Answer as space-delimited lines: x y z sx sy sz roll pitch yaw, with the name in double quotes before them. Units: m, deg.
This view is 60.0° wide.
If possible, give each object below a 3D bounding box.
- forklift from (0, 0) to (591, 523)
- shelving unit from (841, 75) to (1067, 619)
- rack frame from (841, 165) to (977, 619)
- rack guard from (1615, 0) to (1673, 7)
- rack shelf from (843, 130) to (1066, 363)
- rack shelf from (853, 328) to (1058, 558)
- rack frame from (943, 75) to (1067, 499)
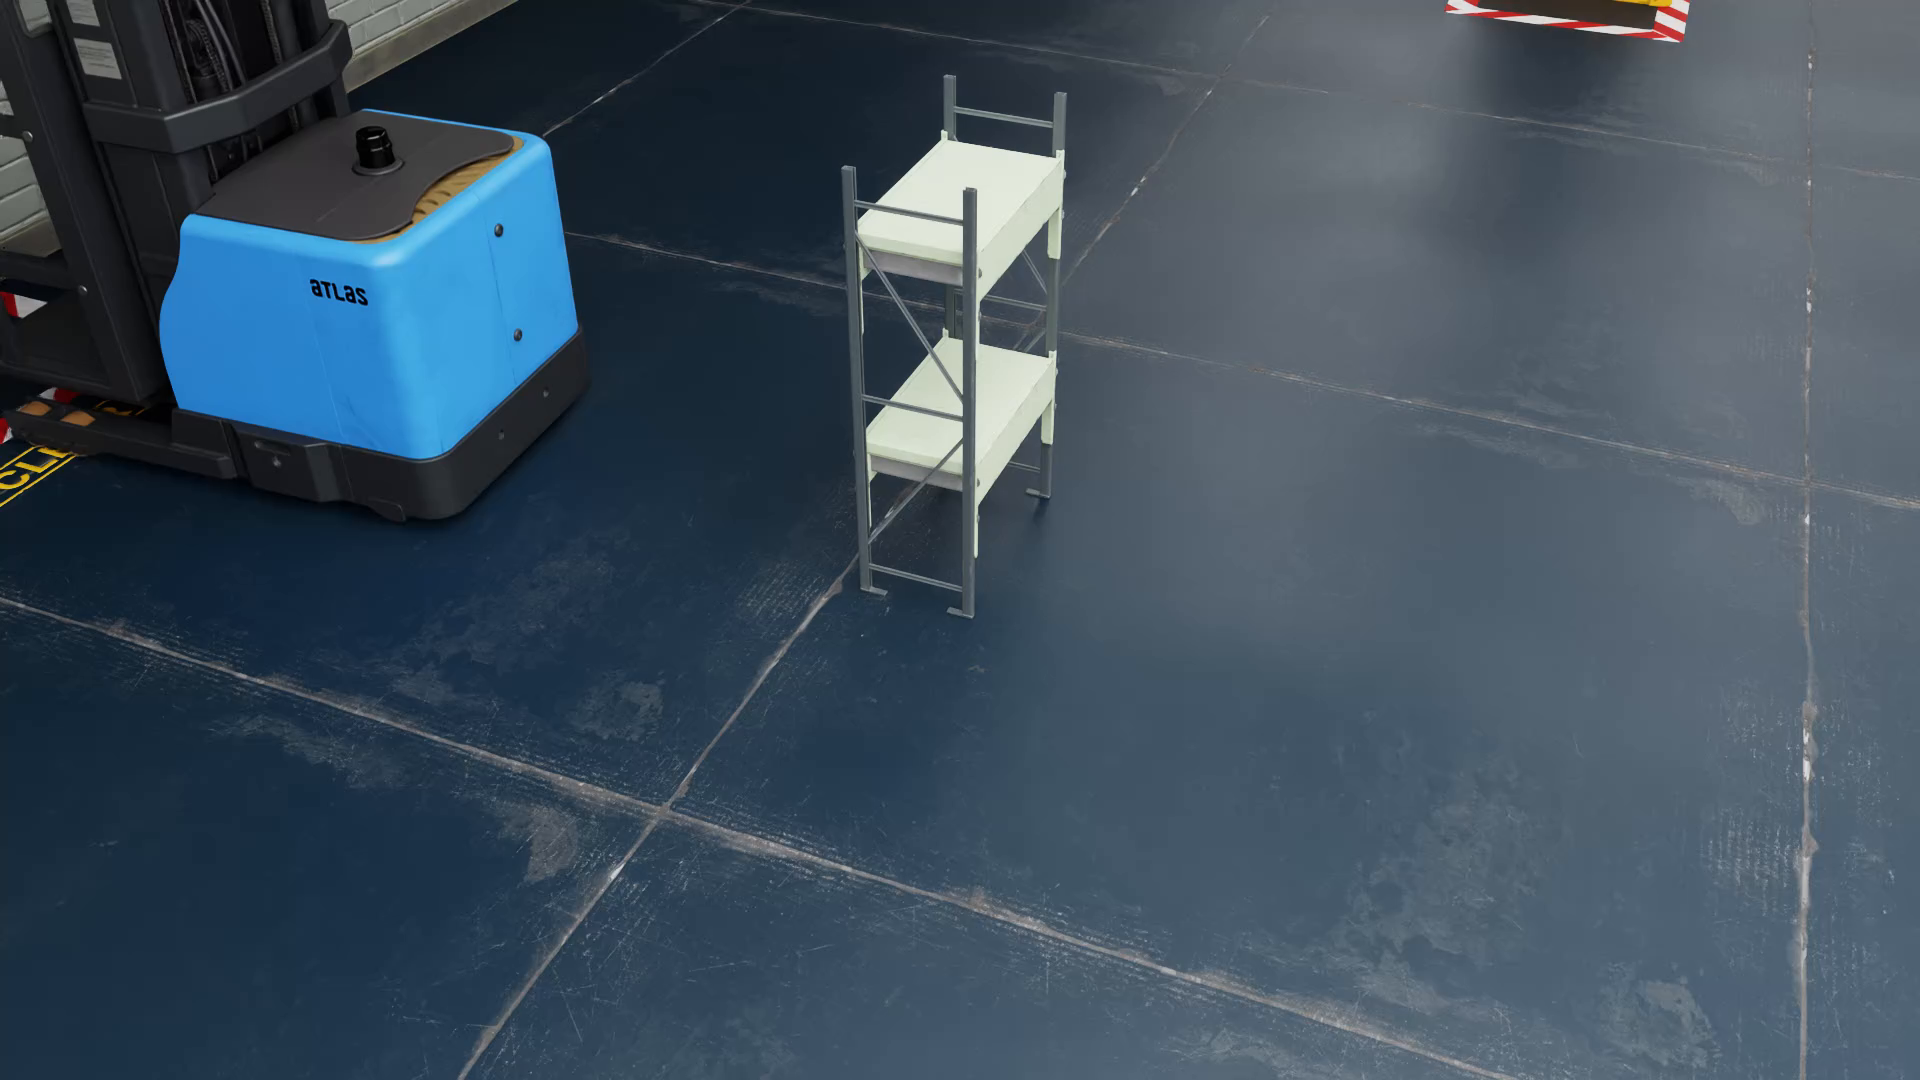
"forklift" -3.005 -1.767 5.666 3.031 2.935 1.130 12 38 15
"shelving unit" -0.003 -0.597 5.296 0.431 1.500 0.755 14 39 18
"rack frame" -0.142 -0.394 5.025 0.400 1.500 0.023 14 39 18
"rack guard" 3.820 -3.645 10.209 1.175 0.500 0.348 14 39 18
"rack shelf" -0.003 -0.910 5.062 0.431 0.370 0.720 14 39 18
"rack shelf" -0.003 -0.336 5.491 0.431 0.370 0.720 14 39 18
"rack frame" 0.137 -0.800 5.567 0.400 1.500 0.023 14 39 18
